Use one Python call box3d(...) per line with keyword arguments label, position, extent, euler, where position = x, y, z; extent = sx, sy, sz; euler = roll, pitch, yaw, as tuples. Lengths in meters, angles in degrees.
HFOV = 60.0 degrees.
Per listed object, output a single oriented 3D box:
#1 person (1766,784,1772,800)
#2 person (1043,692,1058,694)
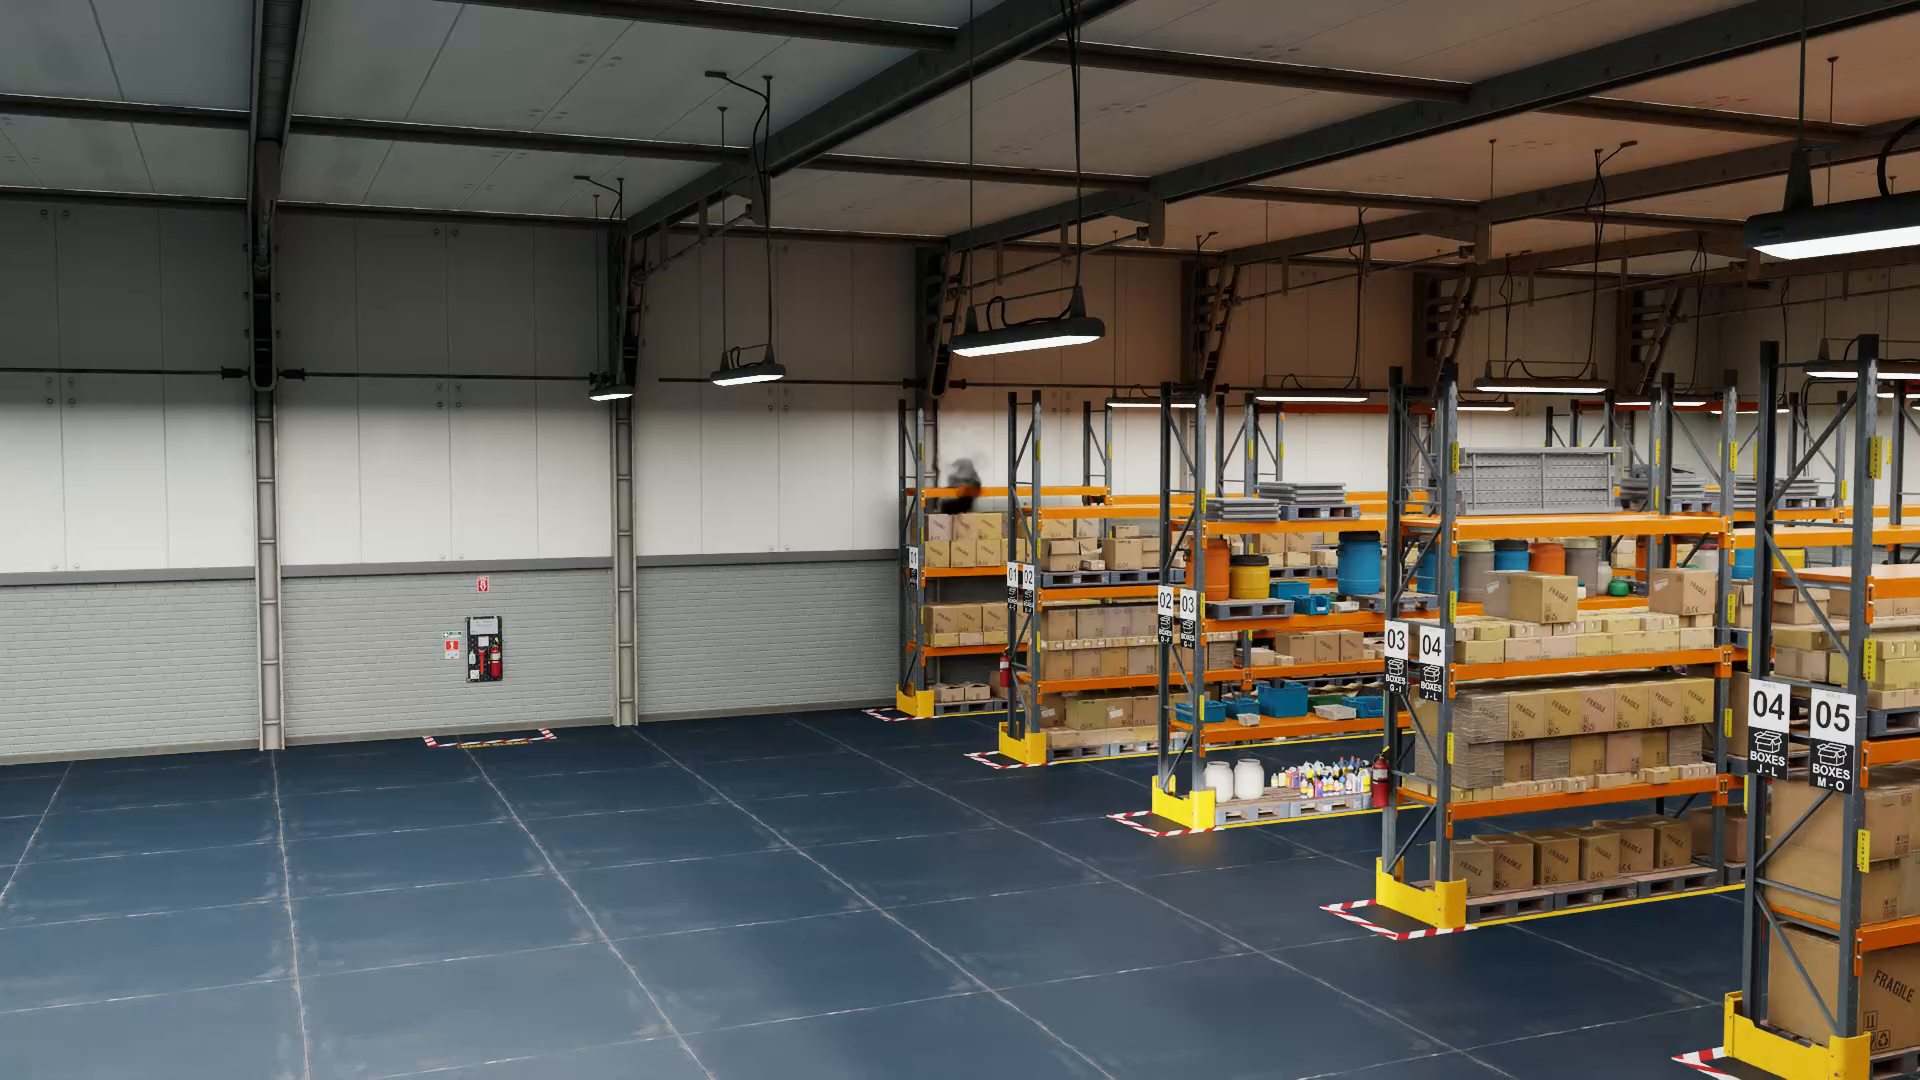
box3d(label="person", position=(10.899, 3.019, 22.266), extent=(0.554, 1.655, 0.602), euler=(-2, 4, -28))
box3d(label="person", position=(1.528, 2.630, 29.356), extent=(0.551, 1.593, 0.607), euler=(-3, 4, -38))
